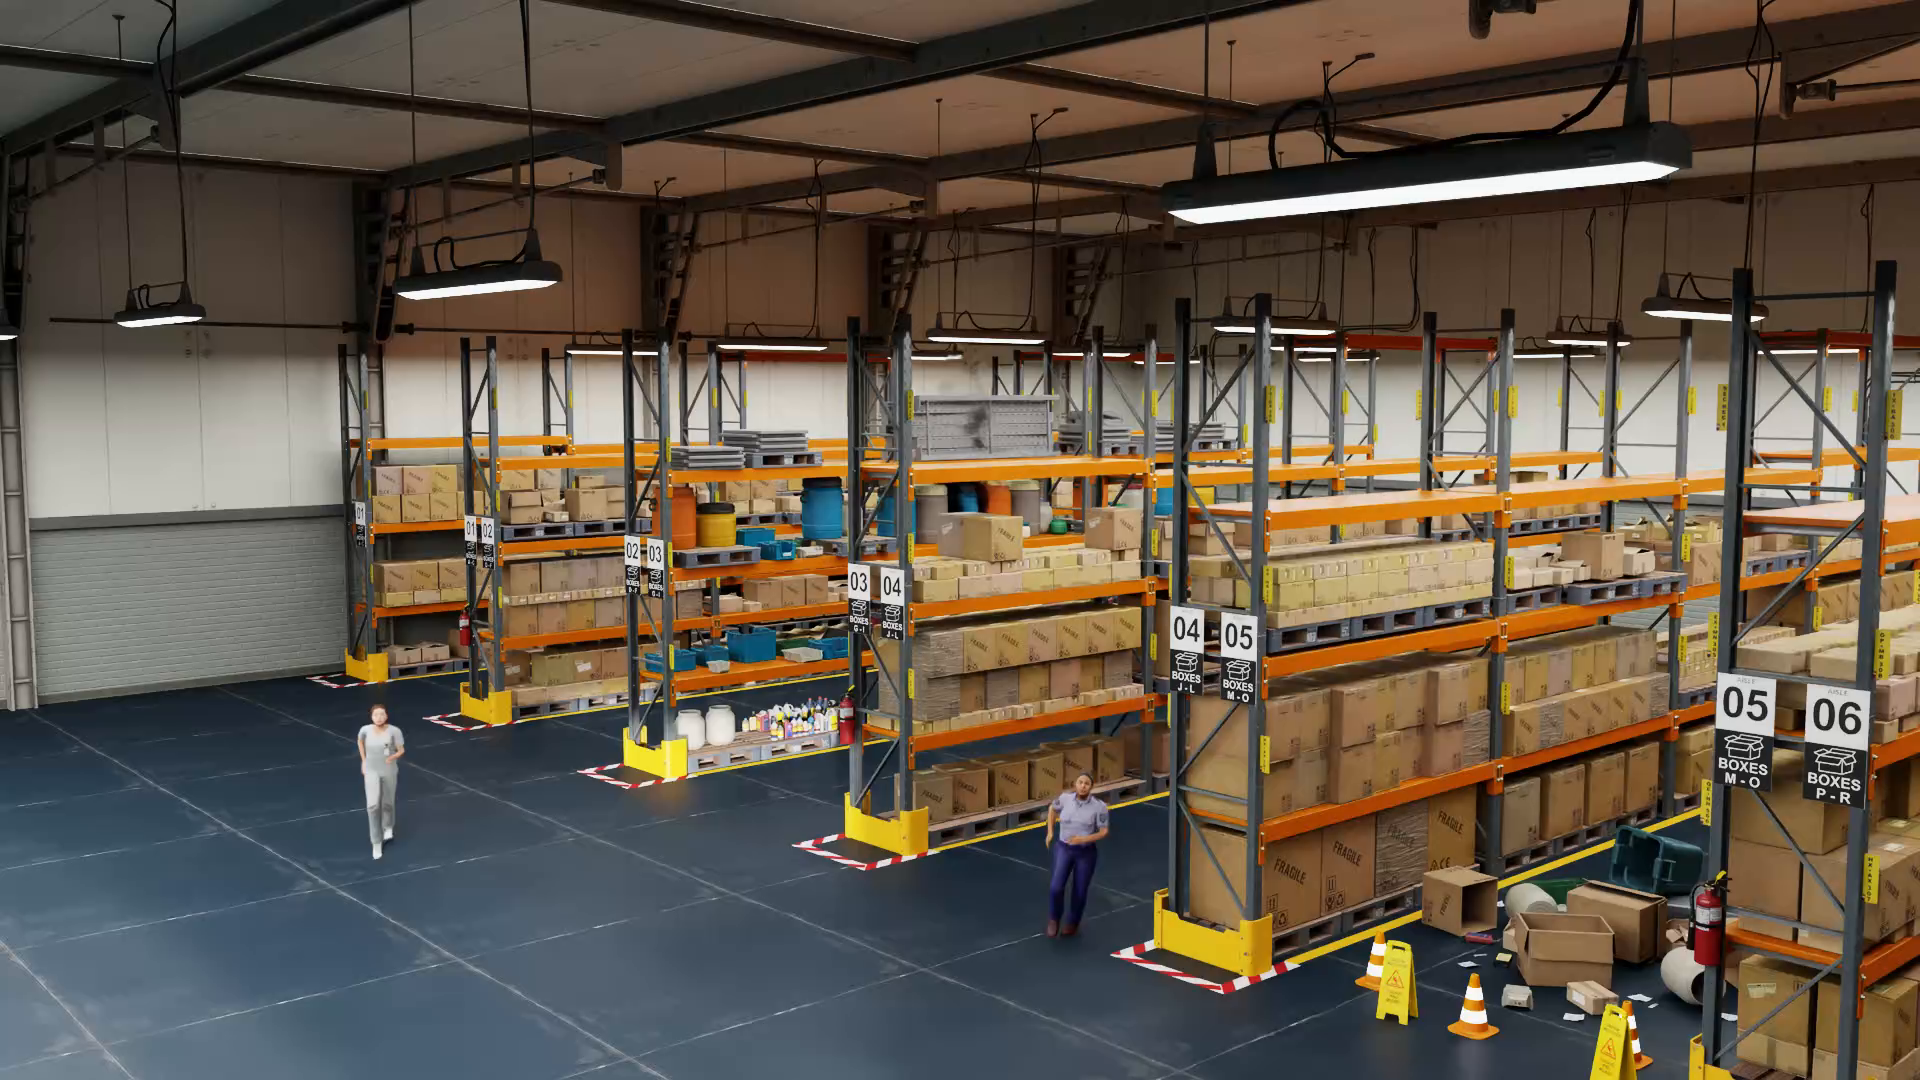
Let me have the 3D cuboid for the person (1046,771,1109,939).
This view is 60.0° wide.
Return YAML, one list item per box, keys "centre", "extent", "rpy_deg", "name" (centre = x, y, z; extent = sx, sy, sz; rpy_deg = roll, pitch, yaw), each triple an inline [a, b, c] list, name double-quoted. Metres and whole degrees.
- centre: [1.098, 2.970, 15.635]
  extent: [0.608, 1.578, 0.633]
  rpy_deg: [1, 5, 9]
  name: "person"

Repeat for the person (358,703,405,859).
- centre: [-6.519, 2.664, 18.763]
  extent: [0.497, 1.706, 0.884]
  rpy_deg: [-2, 5, -20]
  name: "person"
